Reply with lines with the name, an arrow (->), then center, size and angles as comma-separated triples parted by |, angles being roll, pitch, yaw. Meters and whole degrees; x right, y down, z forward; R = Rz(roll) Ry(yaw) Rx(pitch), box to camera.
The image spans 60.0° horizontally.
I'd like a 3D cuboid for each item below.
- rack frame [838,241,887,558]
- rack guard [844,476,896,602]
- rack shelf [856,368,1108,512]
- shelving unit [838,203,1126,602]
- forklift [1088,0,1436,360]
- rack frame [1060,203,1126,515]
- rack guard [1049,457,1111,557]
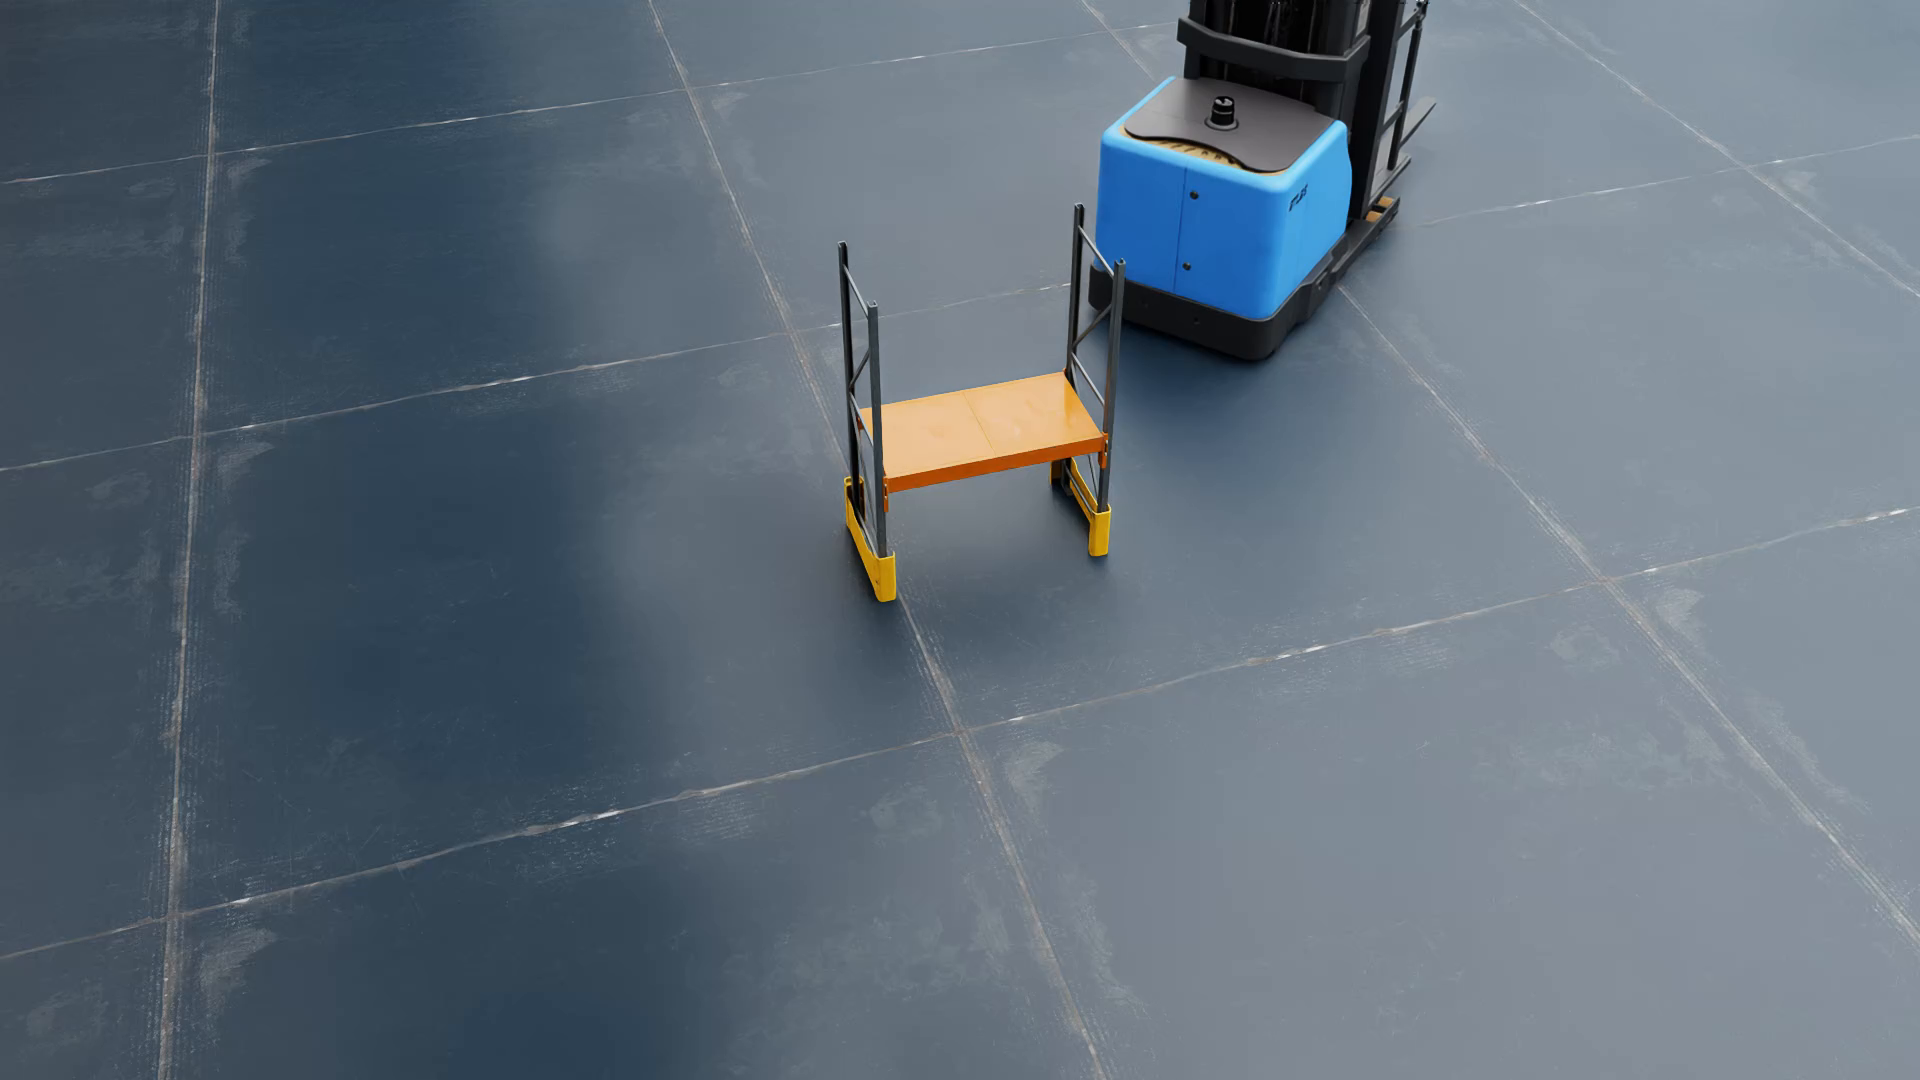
rack frame -> -0.404, -0.481, 7.010 | 0.032, 1.500, 0.500 | -12, 42, -13
rack guard -> -0.402, -0.011, 7.422 | 0.087, 0.250, 0.587 | -12, 42, -13
rack shelf -> 0.081, -0.446, 7.244 | 1.000, 0.185, 0.538 | -12, 42, -13
shelving unit -> 0.073, -0.580, 7.123 | 1.083, 1.500, 0.587 | -12, 42, -13
forklift -> 1.900, -2.976, 8.779 | 1.130, 2.935, 3.031 | 22, 46, 24
rack frame -> 0.566, -0.682, 7.240 | 0.032, 1.500, 0.500 | -12, 42, -13
rack guard -> 0.548, -0.208, 7.647 | 0.087, 0.250, 0.587 | -12, 42, -13
